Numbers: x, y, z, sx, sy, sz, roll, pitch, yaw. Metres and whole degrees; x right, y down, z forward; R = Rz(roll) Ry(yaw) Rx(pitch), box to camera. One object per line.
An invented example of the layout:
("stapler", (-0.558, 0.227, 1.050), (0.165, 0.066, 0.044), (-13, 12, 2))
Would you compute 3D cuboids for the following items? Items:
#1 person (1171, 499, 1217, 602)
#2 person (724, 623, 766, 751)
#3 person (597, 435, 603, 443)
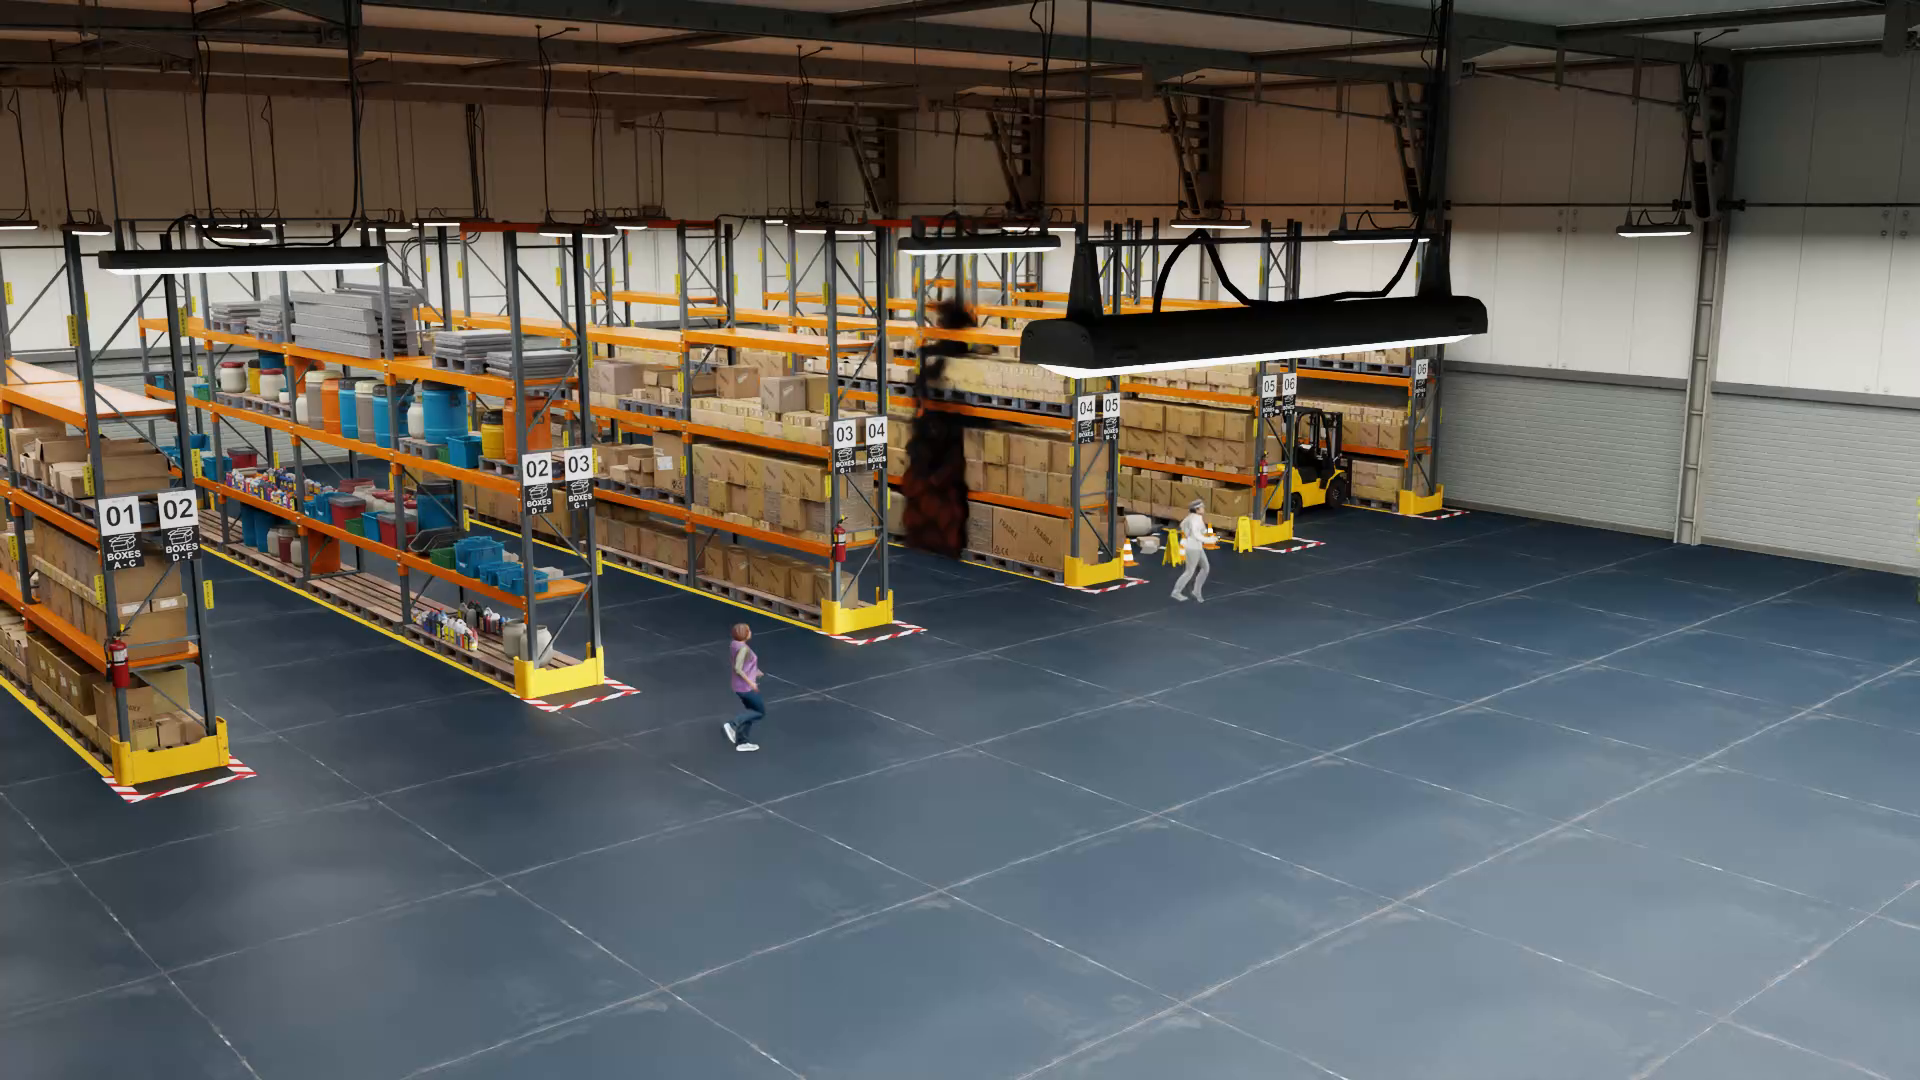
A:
("person", (3.771, 0.190, 26.760), (0.714, 1.759, 0.627), (2, 12, 9))
("person", (-2.531, 1.724, 19.442), (0.545, 1.555, 0.536), (-5, 12, -22))
("person", (-7.441, -1.352, 34.379), (0.574, 1.632, 0.586), (-11, 16, -43))
